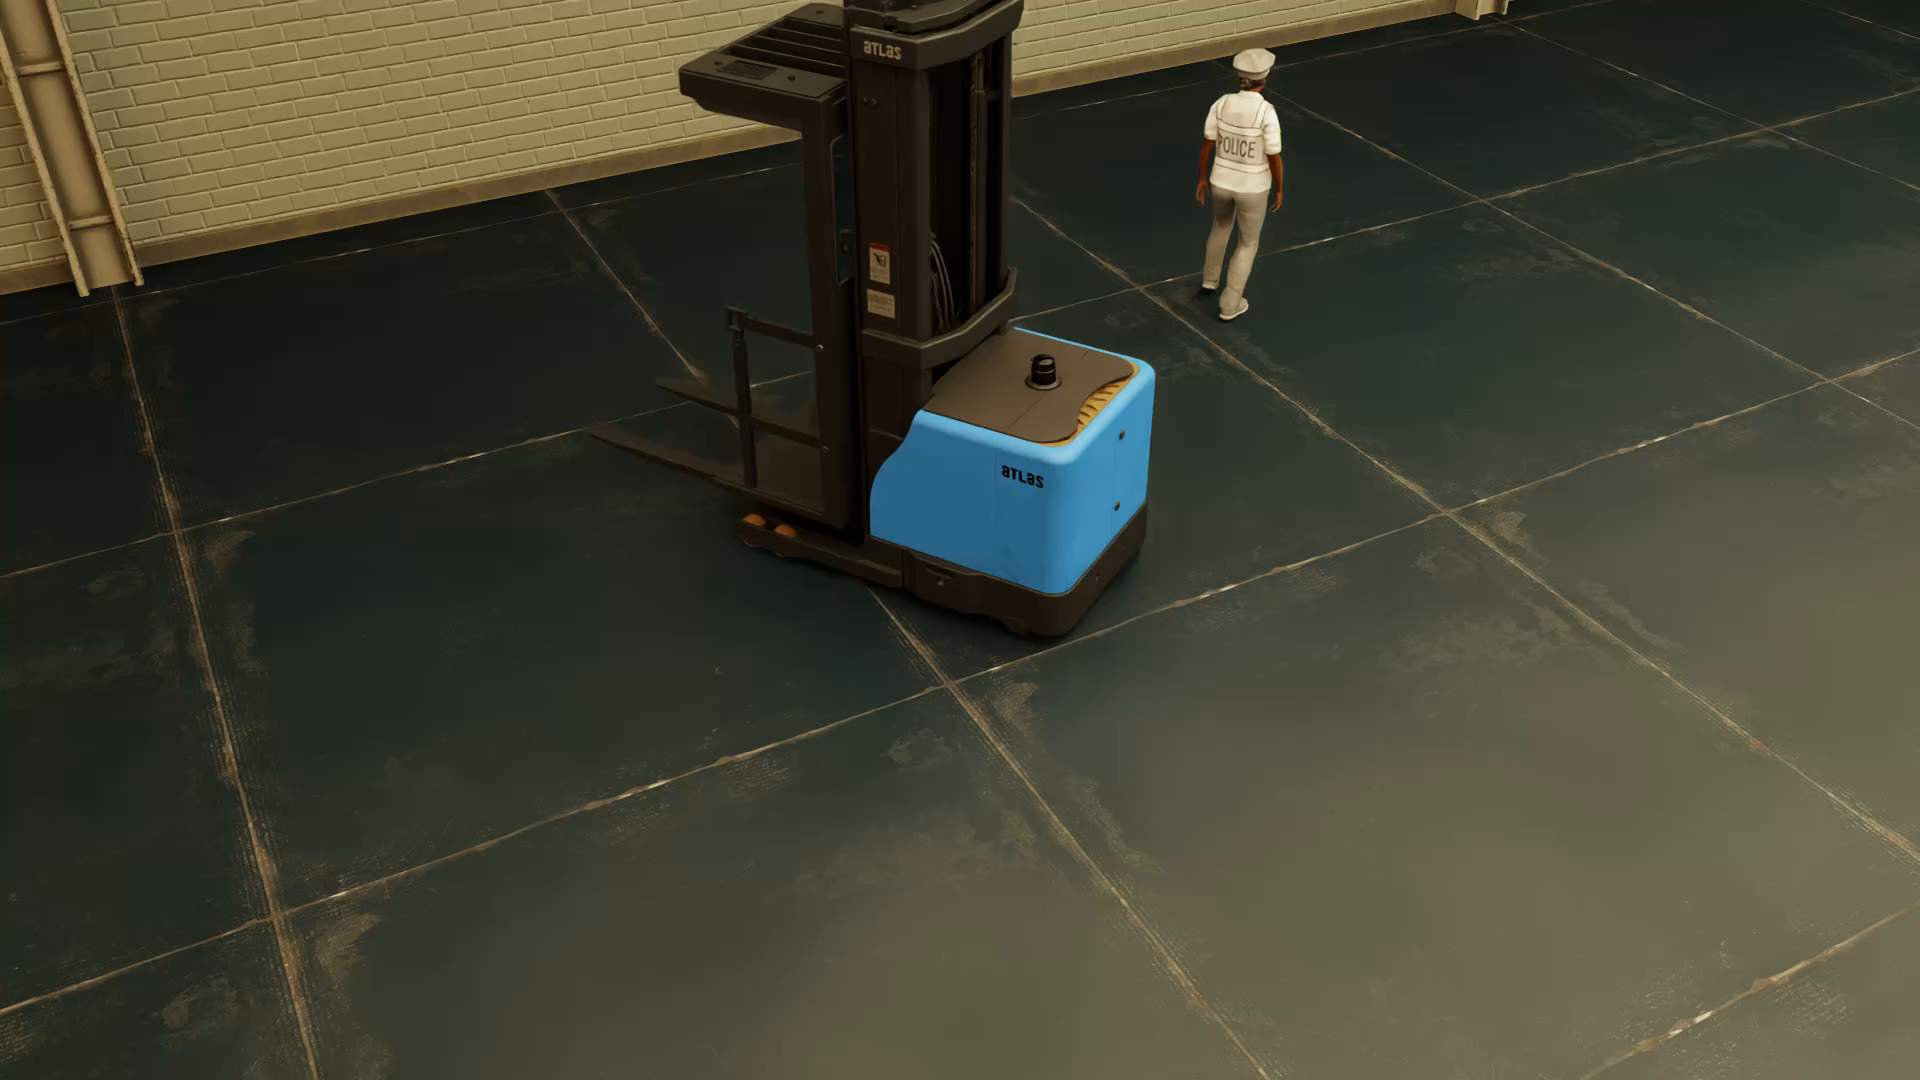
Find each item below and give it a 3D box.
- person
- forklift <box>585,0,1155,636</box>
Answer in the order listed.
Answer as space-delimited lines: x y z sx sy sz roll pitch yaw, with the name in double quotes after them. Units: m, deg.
1.756 -2.205 10.406 0.568 1.707 0.533 22 41 28 "person"
-0.582 -1.353 8.037 3.031 2.935 1.130 18 39 24 "forklift"
